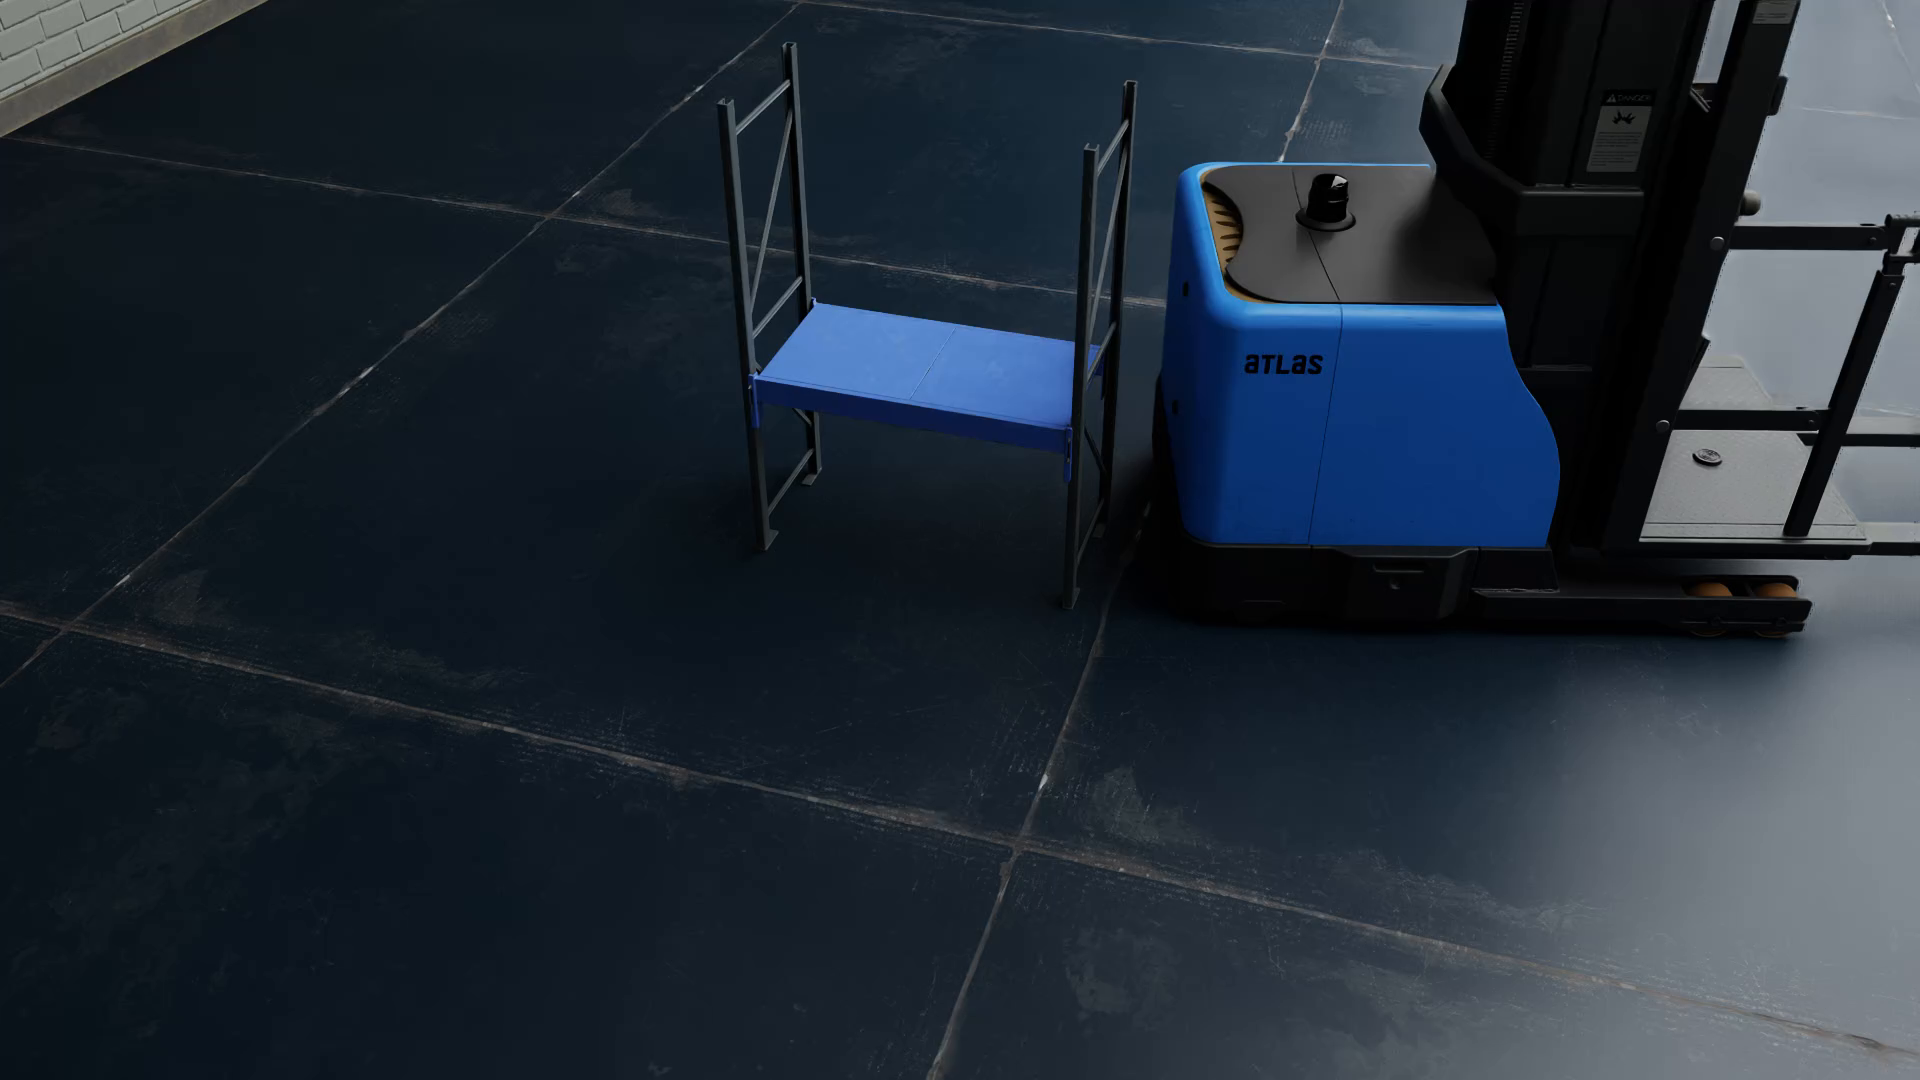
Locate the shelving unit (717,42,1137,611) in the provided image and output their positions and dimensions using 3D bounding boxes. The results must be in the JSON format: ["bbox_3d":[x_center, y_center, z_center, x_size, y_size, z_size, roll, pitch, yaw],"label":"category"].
[{"bbox_3d":[-0.081,-0.619,4.989,1.048,1.500,0.538,10,38,14],"label":"shelving unit"}]

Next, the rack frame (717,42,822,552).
[{"bbox_3d":[-0.567,-0.709,5.111,0.032,1.500,0.500,10,38,14],"label":"rack frame"}]

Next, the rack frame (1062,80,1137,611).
[{"bbox_3d":[0.404,-0.529,4.867,0.032,1.500,0.500,10,38,14],"label":"rack frame"}]

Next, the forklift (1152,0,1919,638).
[{"bbox_3d":[2.172,-1.206,4.579,3.031,2.935,1.130,1,36,1],"label":"forklift"}]

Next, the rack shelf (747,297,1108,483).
[{"bbox_3d":[-0.081,-0.474,5.096,1.000,0.185,0.538,10,38,14],"label":"rack shelf"}]
